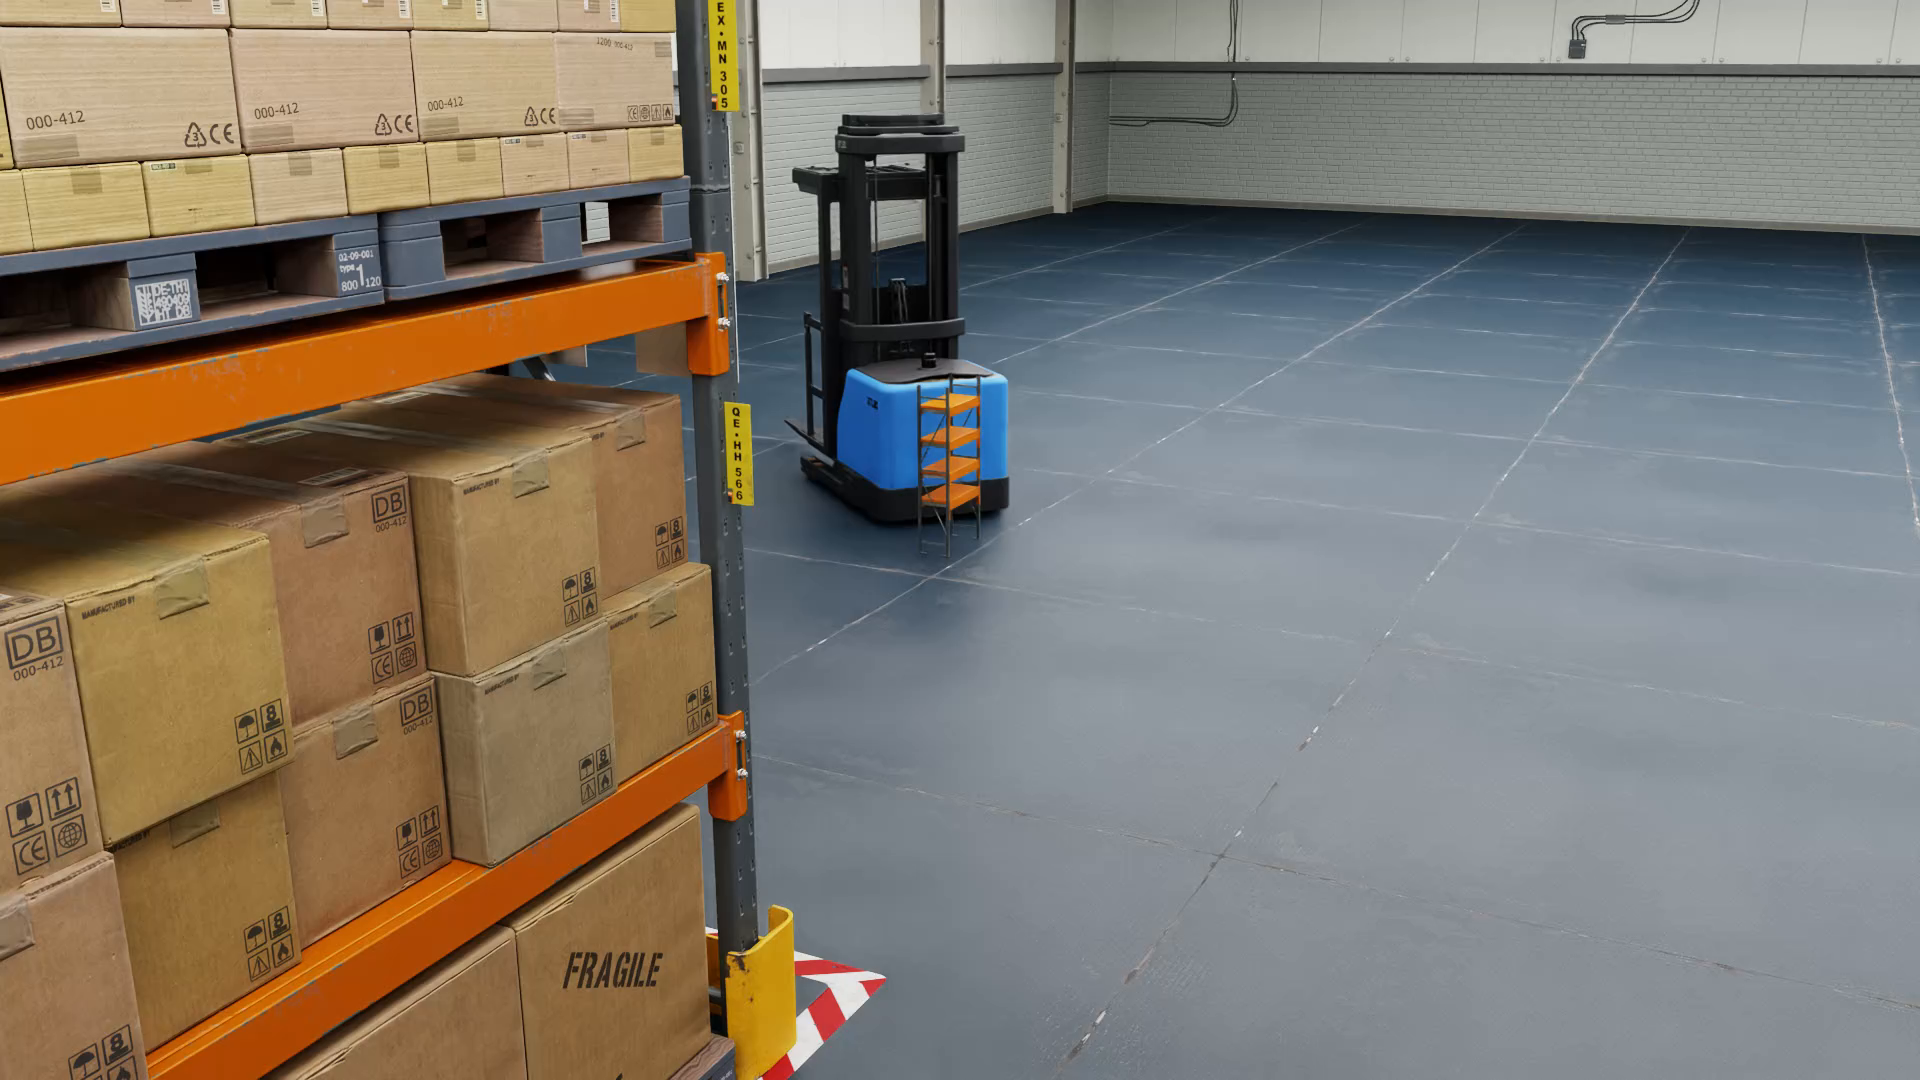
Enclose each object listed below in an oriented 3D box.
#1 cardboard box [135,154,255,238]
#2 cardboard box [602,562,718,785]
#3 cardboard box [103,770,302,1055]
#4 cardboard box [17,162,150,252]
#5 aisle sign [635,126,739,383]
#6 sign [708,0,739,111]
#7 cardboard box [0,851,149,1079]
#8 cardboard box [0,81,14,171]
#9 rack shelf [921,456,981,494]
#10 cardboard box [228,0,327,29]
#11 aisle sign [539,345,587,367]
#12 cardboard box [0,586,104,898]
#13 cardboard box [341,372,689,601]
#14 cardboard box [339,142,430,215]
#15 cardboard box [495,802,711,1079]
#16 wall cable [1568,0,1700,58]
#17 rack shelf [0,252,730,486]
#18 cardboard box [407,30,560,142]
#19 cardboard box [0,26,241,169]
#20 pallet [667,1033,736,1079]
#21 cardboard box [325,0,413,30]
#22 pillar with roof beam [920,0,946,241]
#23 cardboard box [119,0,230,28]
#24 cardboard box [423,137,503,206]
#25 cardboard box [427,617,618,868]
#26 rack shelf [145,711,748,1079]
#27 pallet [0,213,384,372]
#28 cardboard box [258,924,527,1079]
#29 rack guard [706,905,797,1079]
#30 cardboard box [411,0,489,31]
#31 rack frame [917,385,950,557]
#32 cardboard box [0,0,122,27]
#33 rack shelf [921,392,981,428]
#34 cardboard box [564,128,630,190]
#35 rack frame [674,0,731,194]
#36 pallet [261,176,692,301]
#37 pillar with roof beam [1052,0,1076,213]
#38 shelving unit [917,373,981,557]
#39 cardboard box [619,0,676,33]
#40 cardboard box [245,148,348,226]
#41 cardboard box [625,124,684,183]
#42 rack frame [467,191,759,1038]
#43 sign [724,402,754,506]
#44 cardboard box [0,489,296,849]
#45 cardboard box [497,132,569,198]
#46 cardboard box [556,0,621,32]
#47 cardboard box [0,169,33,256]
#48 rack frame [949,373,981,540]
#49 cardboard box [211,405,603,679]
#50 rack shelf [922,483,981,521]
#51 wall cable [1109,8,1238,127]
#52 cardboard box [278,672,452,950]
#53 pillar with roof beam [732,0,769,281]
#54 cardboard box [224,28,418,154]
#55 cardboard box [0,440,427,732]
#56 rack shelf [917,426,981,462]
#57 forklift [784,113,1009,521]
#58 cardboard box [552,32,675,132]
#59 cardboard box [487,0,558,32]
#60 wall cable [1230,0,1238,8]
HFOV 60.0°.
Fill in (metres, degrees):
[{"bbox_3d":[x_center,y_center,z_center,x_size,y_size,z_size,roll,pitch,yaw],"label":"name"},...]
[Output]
[{"bbox_3d":[-1.701,-0.723,3.451,0.380,0.149,0.250,8,18,26],"label":"cardboard box"},{"bbox_3d":[-1.299,0.356,5.295,0.875,0.550,0.550,8,18,25],"label":"cardboard box"},{"bbox_3d":[-2.088,0.765,3.916,0.875,0.550,0.500,8,18,25],"label":"cardboard box"},{"bbox_3d":[-1.815,-0.658,3.230,0.380,0.149,0.250,8,18,26],"label":"cardboard box"},{"bbox_3d":[-0.874,-0.899,5.217,0.394,0.787,0.004,8,18,25],"label":"aisle sign"},{"bbox_3d":[-0.695,-1.425,4.868,0.100,0.325,0.005,8,18,25],"label":"sign"},{"bbox_3d":[-2.235,0.913,3.418,0.875,0.550,0.550,8,18,25],"label":"cardboard box"},{"bbox_3d":[-2.043,-0.758,2.868,0.500,0.250,0.500,8,18,25],"label":"cardboard box"},{"bbox_3d":[-0.074,-0.469,11.731,0.258,0.148,0.480,8,18,25],"label":"rack shelf"},{"bbox_3d":[-1.589,-1.169,3.551,0.380,0.149,0.250,8,18,25],"label":"cardboard box"},{"bbox_3d":[-1.411,-0.975,5.474,0.394,0.787,0.004,8,18,25],"label":"aisle sign"},{"bbox_3d":[-2.260,0.392,3.276,0.875,0.550,0.550,8,18,25],"label":"cardboard box"},{"bbox_3d":[-1.375,-0.173,5.178,0.875,0.550,0.550,8,18,25],"label":"cardboard box"},{"bbox_3d":[-1.474,-0.852,3.886,0.380,0.149,0.250,8,18,25],"label":"cardboard box"},{"bbox_3d":[-1.418,1.326,5.287,0.875,0.875,0.875,8,18,26],"label":"cardboard box"},{"bbox_3d":[13.183,-12.363,31.869,2.305,6.003,0.169,8,18,25],"label":"wall cable"},{"bbox_3d":[-2.068,-0.256,3.615,1.077,0.370,4.000,8,18,25],"label":"rack shelf"},{"bbox_3d":[-1.367,-1.143,4.164,0.500,0.250,0.500,8,18,25],"label":"cardboard box"},{"bbox_3d":[-1.818,-0.887,3.302,0.500,0.250,0.500,8,18,26],"label":"cardboard box"},{"bbox_3d":[-1.461,1.878,5.332,1.003,0.211,1.213,8,18,25],"label":"pallet"},{"bbox_3d":[-1.475,-1.234,3.772,0.380,0.149,0.250,8,18,26],"label":"cardboard box"},{"bbox_3d":[3.368,-9.286,27.484,9.100,9.000,0.400,8,18,25],"label":"pillar with roof beam"},{"bbox_3d":[-1.703,-1.104,3.333,0.380,0.149,0.250,8,18,26],"label":"cardboard box"},{"bbox_3d":[-1.360,-0.918,4.106,0.380,0.149,0.250,8,18,26],"label":"cardboard box"},{"bbox_3d":[-1.526,0.498,4.814,0.875,0.550,0.550,8,18,25],"label":"cardboard box"},{"bbox_3d":[-2.068,1.182,4.042,1.077,0.370,4.000,8,18,25],"label":"rack shelf"},{"bbox_3d":[-2.040,-0.566,3.549,1.003,0.211,1.213,8,18,25],"label":"pallet"},{"bbox_3d":[-1.809,1.550,4.532,0.875,0.875,0.875,8,18,25],"label":"cardboard box"},{"bbox_3d":[-1.163,1.519,6.031,1.175,0.500,0.348,8,18,25],"label":"rack guard"},{"bbox_3d":[-1.363,-1.298,3.985,0.380,0.149,0.250,8,19,26],"label":"cardboard box"},{"bbox_3d":[-0.183,-0.471,11.502,0.240,1.200,0.015,8,18,25],"label":"rack frame"},{"bbox_3d":[-1.815,-1.040,3.116,0.380,0.149,0.250,8,18,25],"label":"cardboard box"},{"bbox_3d":[-0.074,-0.910,11.600,0.258,0.148,0.480,8,18,25],"label":"rack shelf"},{"bbox_3d":[-1.133,-1.048,4.543,0.380,0.149,0.250,8,18,26],"label":"cardboard box"},{"bbox_3d":[-1.174,-2.549,4.800,1.000,3.000,0.127,8,18,25],"label":"rack frame"},{"bbox_3d":[-1.496,-0.878,4.599,1.003,0.211,1.213,8,18,25],"label":"pallet"},{"bbox_3d":[6.049,-10.814,32.629,9.100,9.000,0.400,8,18,25],"label":"pillar with roof beam"},{"bbox_3d":[-0.074,-0.533,11.712,0.258,1.200,0.503,8,18,25],"label":"shelving unit"},{"bbox_3d":[-1.021,-1.493,4.641,0.380,0.149,0.250,8,18,26],"label":"cardboard box"},{"bbox_3d":[-1.588,-0.788,3.669,0.380,0.149,0.250,8,18,26],"label":"cardboard box"},{"bbox_3d":[-1.019,-1.112,4.759,0.380,0.149,0.250,8,18,25],"label":"cardboard box"},{"bbox_3d":[-1.174,0.327,5.654,1.000,3.000,0.127,8,18,25],"label":"rack frame"},{"bbox_3d":[-0.695,-0.269,5.211,0.100,0.325,0.005,8,18,25],"label":"sign"},{"bbox_3d":[-2.030,0.256,3.734,0.875,0.550,0.500,8,18,25],"label":"cardboard box"},{"bbox_3d":[-1.247,-0.982,4.322,0.380,0.149,0.250,8,18,26],"label":"cardboard box"},{"bbox_3d":[-1.134,-1.429,4.428,0.380,0.149,0.250,8,18,26],"label":"cardboard box"},{"bbox_3d":[-1.927,-0.595,3.018,0.380,0.149,0.250,8,18,25],"label":"cardboard box"},{"bbox_3d":[0.035,-0.595,11.921,0.240,1.200,0.015,8,18,25],"label":"rack frame"},{"bbox_3d":[-1.538,-0.021,4.666,0.875,0.550,0.550,8,18,25],"label":"cardboard box"},{"bbox_3d":[-0.074,-0.278,11.787,0.258,0.148,0.480,8,18,25],"label":"rack shelf"},{"bbox_3d":[4.697,-10.456,36.875,3.097,2.526,0.112,8,18,25],"label":"wall cable"},{"bbox_3d":[-1.888,0.625,4.388,0.875,0.550,0.550,8,18,25],"label":"cardboard box"},{"bbox_3d":[0.687,-7.758,22.338,9.100,9.000,0.400,8,18,25],"label":"pillar with roof beam"},{"bbox_3d":[-1.592,-1.015,3.734,0.500,0.250,0.500,8,18,25],"label":"cardboard box"},{"bbox_3d":[-1.910,0.104,4.244,0.875,0.550,0.550,8,18,25],"label":"cardboard box"},{"bbox_3d":[-0.074,-0.683,11.667,0.258,0.148,0.480,8,18,25],"label":"rack shelf"},{"bbox_3d":[-0.671,-1.918,13.335,1.130,2.935,3.031,-7,18,-22],"label":"forklift"},{"bbox_3d":[-1.143,-1.270,4.593,0.500,0.250,0.500,8,18,26],"label":"cardboard box"},{"bbox_3d":[-1.248,-1.364,4.208,0.380,0.149,0.250,8,19,26],"label":"cardboard box"},{"bbox_3d":[7.118,-12.532,34.998,3.097,2.526,0.112,8,18,25],"label":"wall cable"}]
